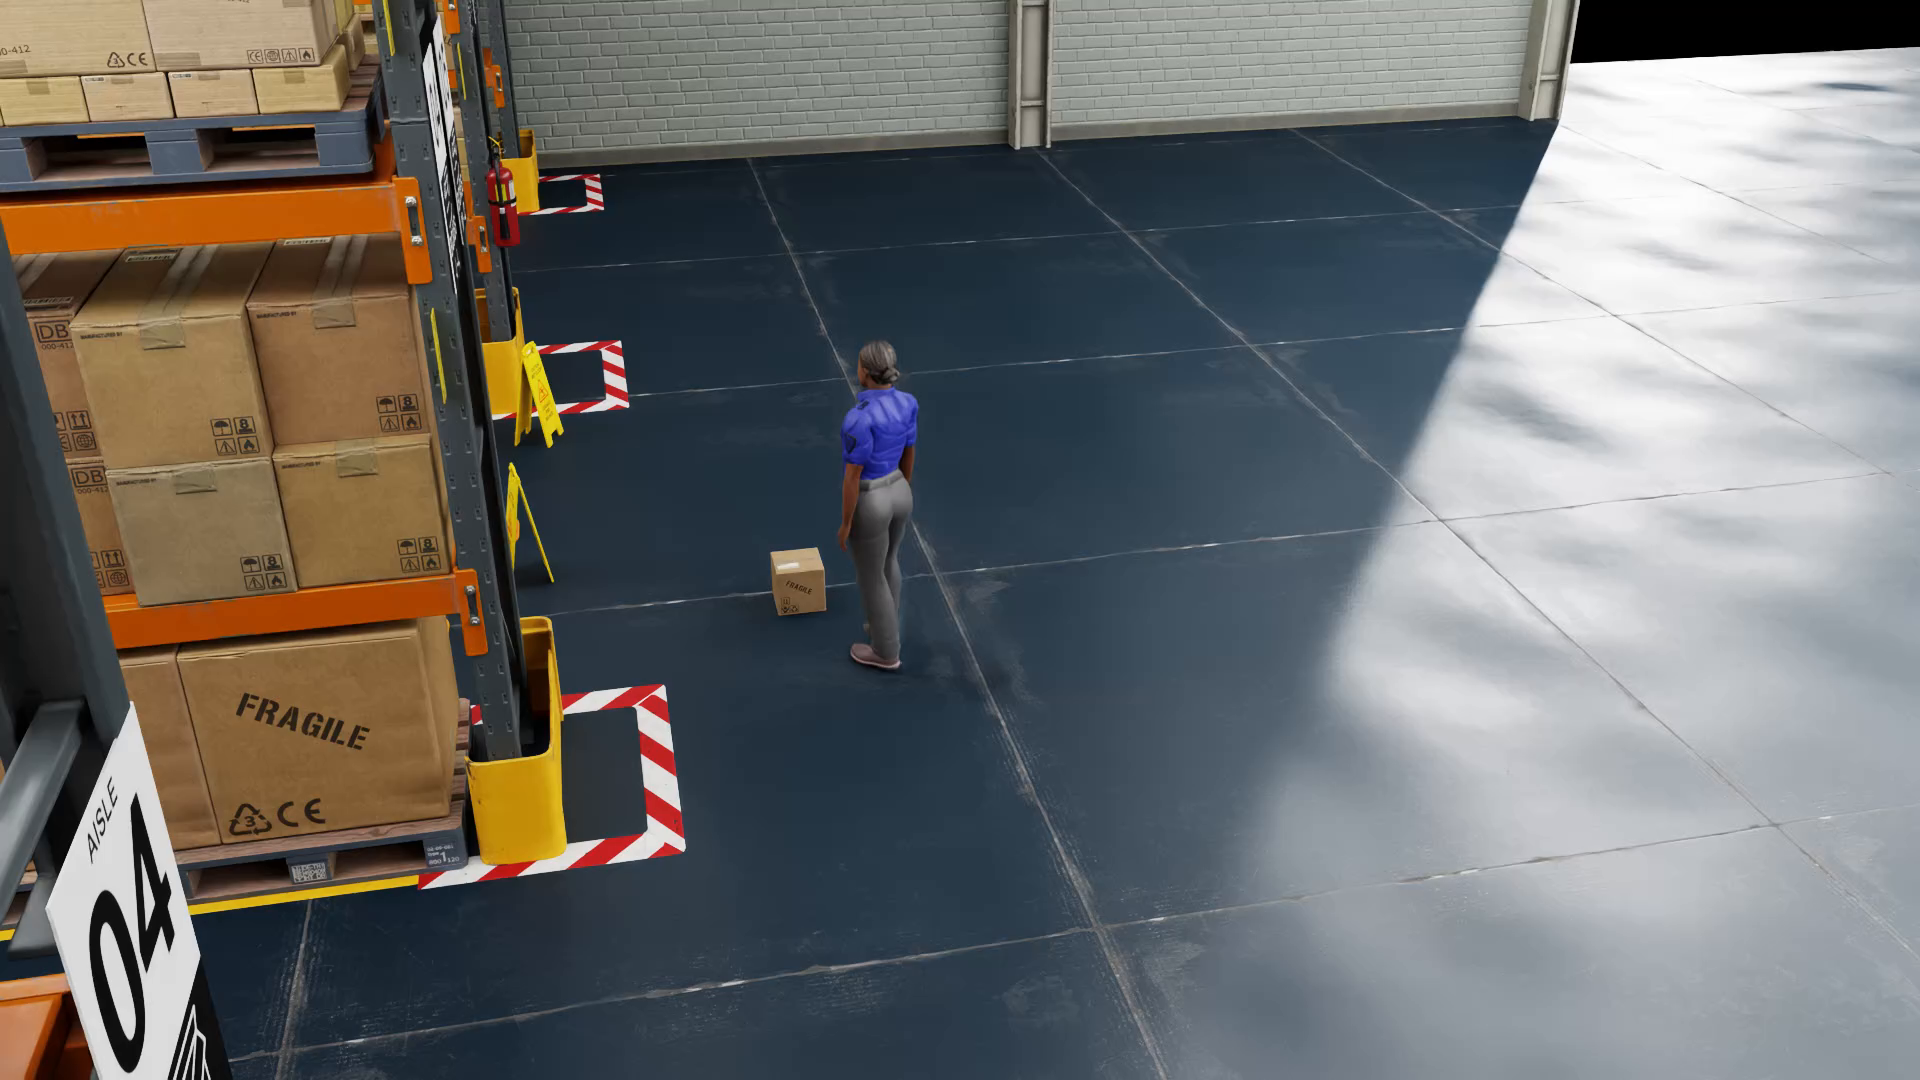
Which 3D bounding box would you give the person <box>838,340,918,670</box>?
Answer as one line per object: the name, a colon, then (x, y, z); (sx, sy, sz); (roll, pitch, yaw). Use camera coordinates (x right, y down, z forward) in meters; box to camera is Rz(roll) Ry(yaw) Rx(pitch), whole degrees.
person: (-0.453, -0.153, 7.957); (0.463, 1.711, 0.499); (21, 34, 35)
